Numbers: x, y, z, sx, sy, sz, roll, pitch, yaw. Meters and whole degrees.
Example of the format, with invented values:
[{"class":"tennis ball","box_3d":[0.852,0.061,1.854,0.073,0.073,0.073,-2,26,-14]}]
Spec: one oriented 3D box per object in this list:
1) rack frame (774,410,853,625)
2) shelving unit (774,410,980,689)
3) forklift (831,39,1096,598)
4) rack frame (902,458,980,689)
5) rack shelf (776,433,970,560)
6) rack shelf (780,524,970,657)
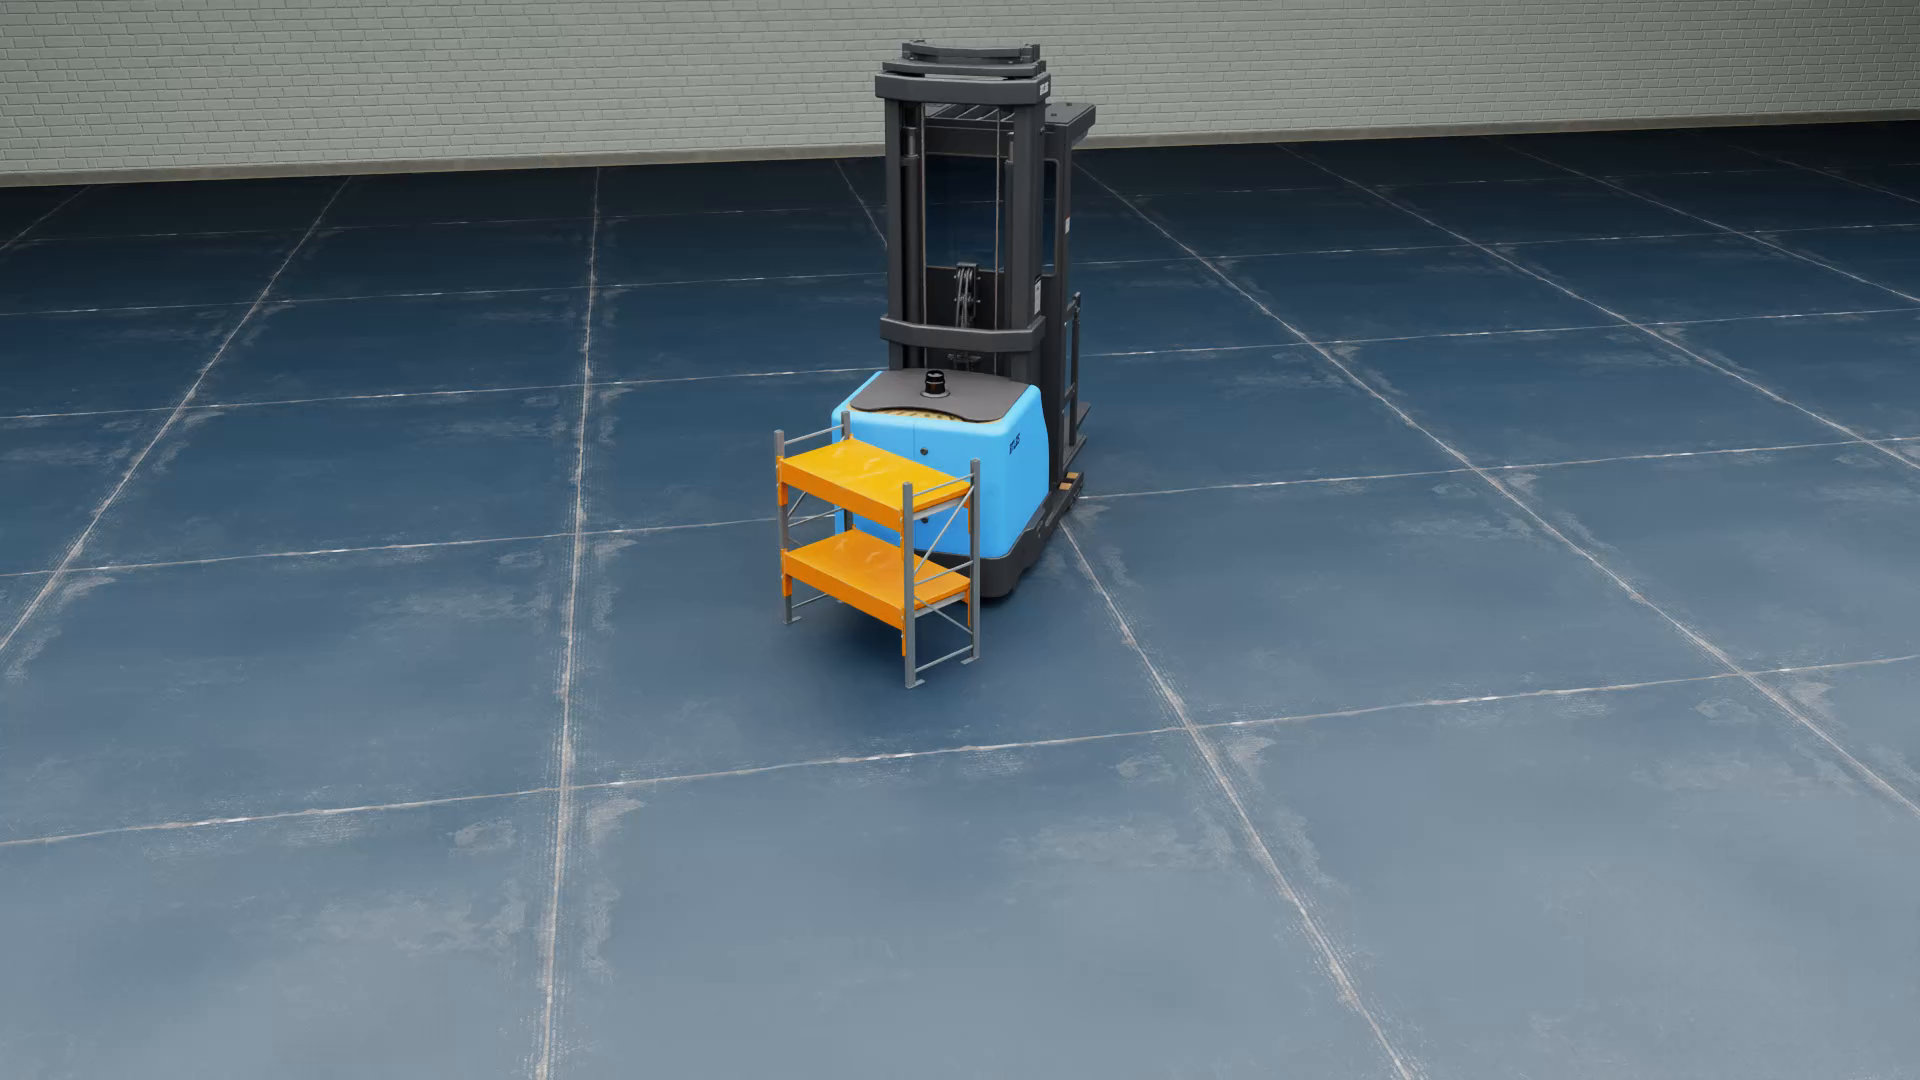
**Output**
[{"class":"rack frame","box_3d":[-0.788,-0.120,9.120,0.500,1.125,0.032,-21,31,-39]},{"class":"shelving unit","box_3d":[-0.439,0.027,8.782,0.538,1.125,1.048,-21,31,-39]},{"class":"forklift","box_3d":[0.180,-1.583,10.214,1.130,2.935,3.031,7,25,15]},{"class":"rack frame","box_3d":[-0.089,0.175,8.444,0.500,1.125,0.032,-21,31,-39]},{"class":"rack shelf","box_3d":[-0.439,-0.241,8.665,0.538,0.278,1.000,-21,31,-39]},{"class":"rack shelf","box_3d":[-0.439,0.251,8.880,0.538,0.278,1.000,-21,31,-39]}]
